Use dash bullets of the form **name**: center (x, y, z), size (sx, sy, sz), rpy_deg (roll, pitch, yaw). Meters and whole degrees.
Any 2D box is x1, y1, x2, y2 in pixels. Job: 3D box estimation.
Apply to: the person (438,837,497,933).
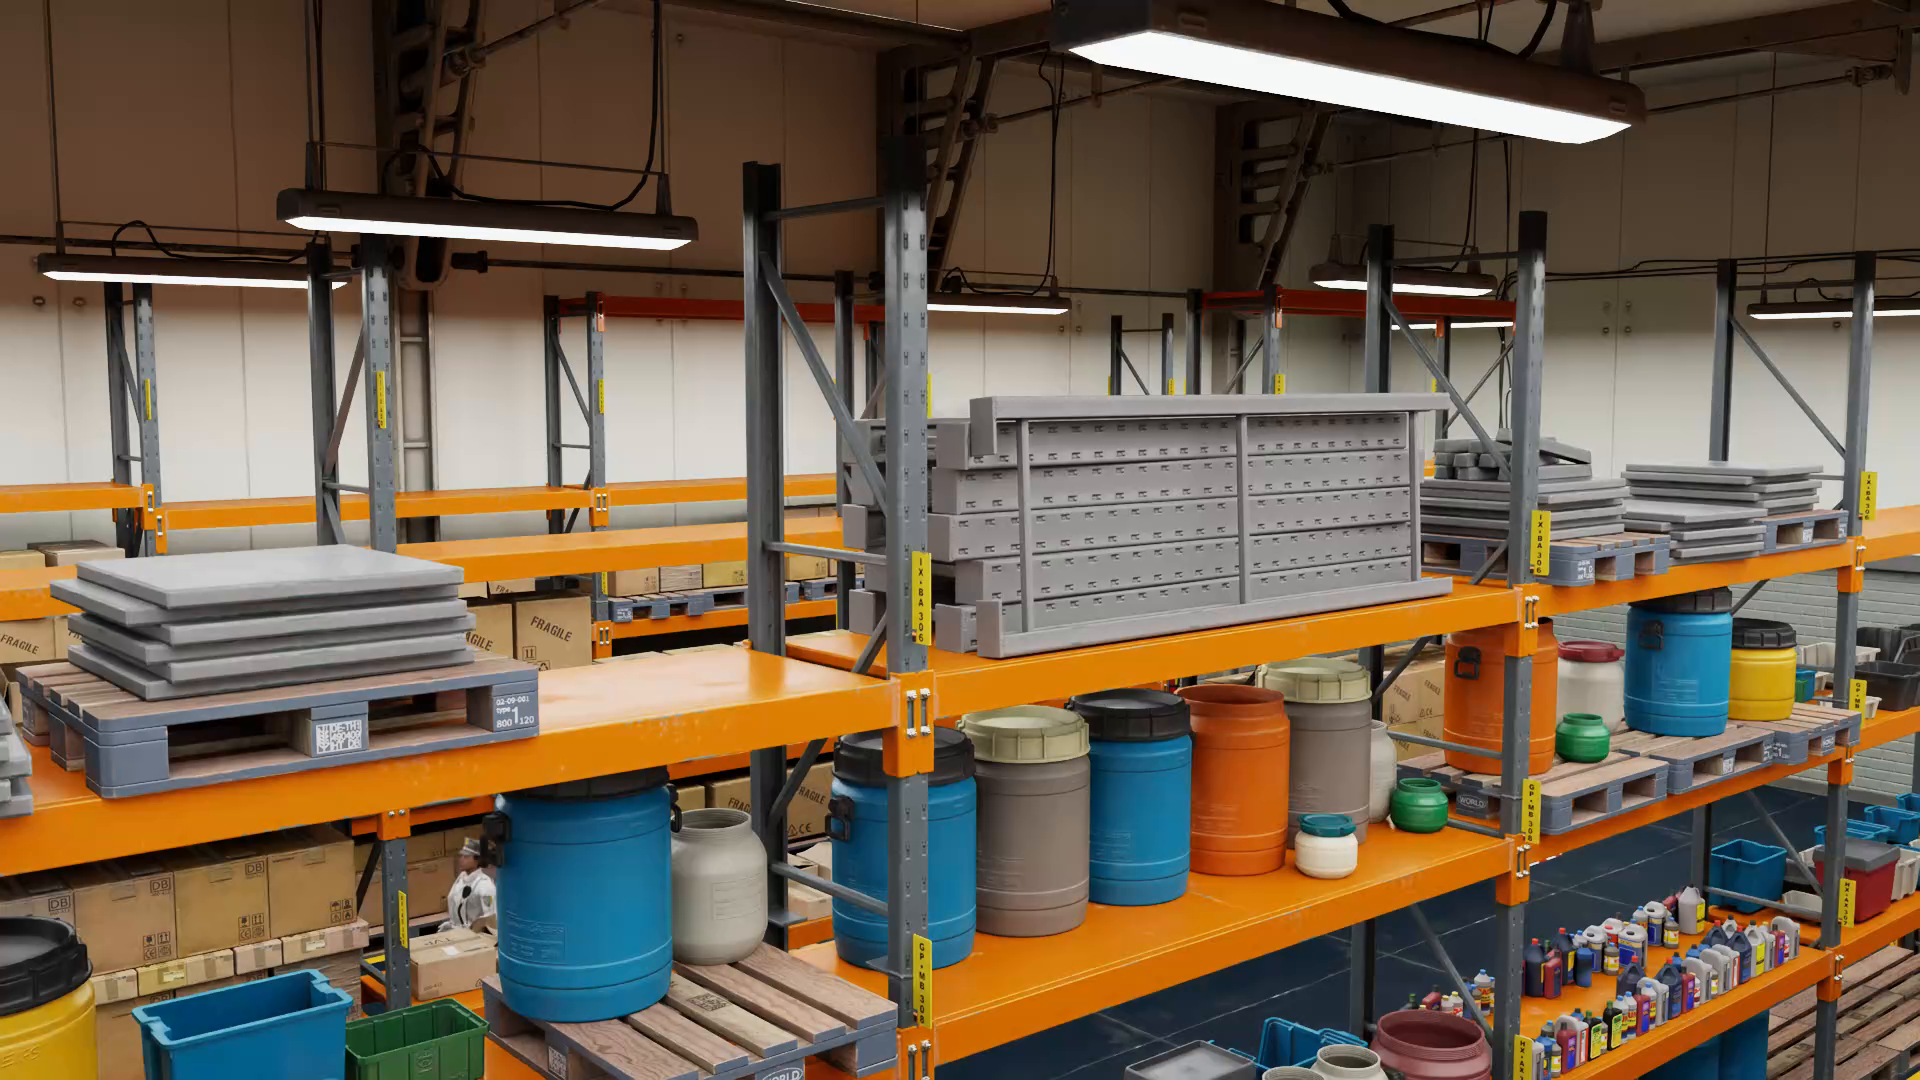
- **person**: center (-3.752, 3.101, 12.890), size (0.717, 1.654, 0.622), rpy_deg (-5, 7, -42)
